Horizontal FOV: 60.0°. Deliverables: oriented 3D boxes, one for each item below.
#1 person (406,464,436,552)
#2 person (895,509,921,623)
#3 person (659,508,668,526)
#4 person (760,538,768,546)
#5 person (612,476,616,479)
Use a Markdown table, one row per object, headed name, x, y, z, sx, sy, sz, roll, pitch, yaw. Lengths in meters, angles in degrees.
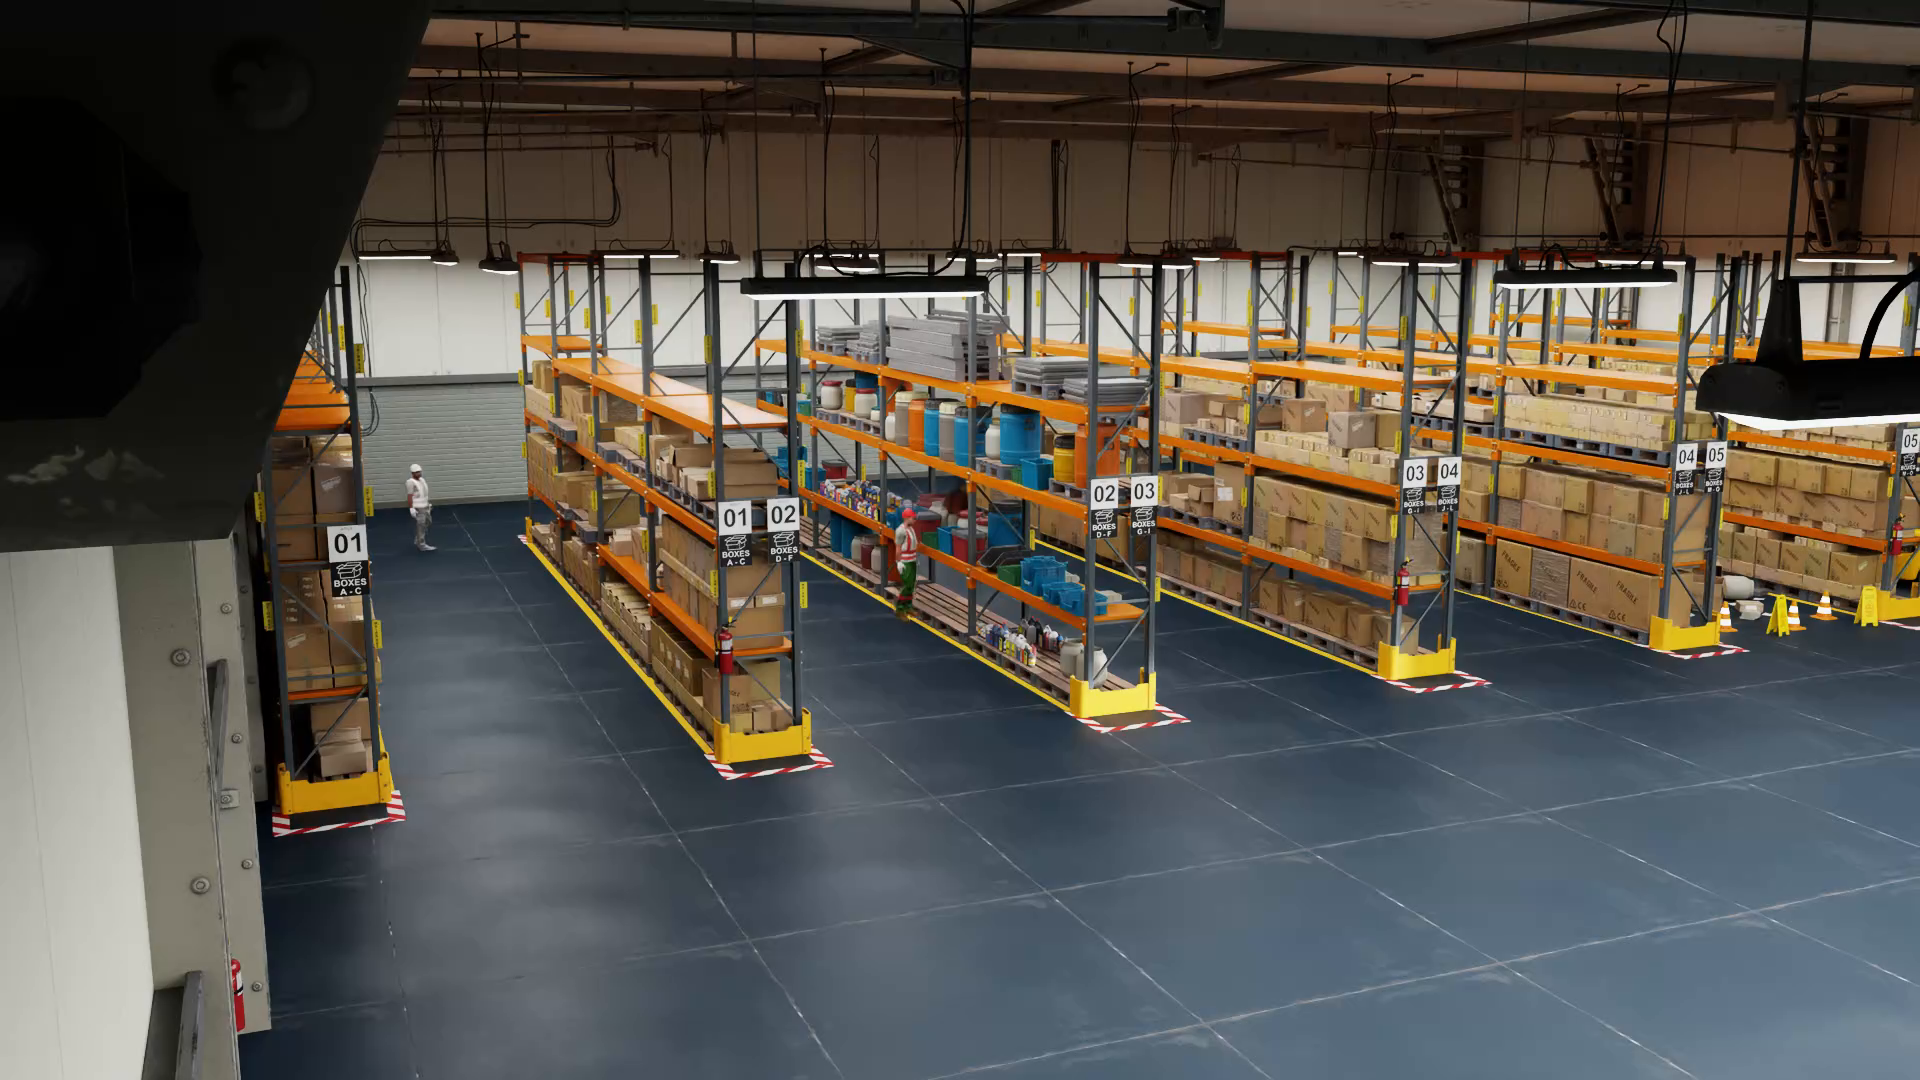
| name | x | y | z | sx | sy | sz | roll | pitch | yaw |
| --- | --- | --- | --- | --- | --- | --- | --- | --- | --- |
| person | -10.933 | -0.644 | 33.728 | 0.489 | 1.824 | 0.567 | -2 | 10 | -9 |
| person | -0.844 | 0.400 | 27.399 | 0.402 | 1.856 | 0.606 | 5 | 12 | 26 |
| person | -5.805 | -0.309 | 32.226 | 0.495 | 1.623 | 0.929 | -3 | 11 | -17 |
| person | -3.054 | 0.724 | 26.209 | 0.397 | 1.771 | 0.619 | 2 | 11 | 13 |
| person | -7.708 | -1.056 | 36.410 | 0.504 | 1.592 | 0.979 | -7 | 12 | -34 |
